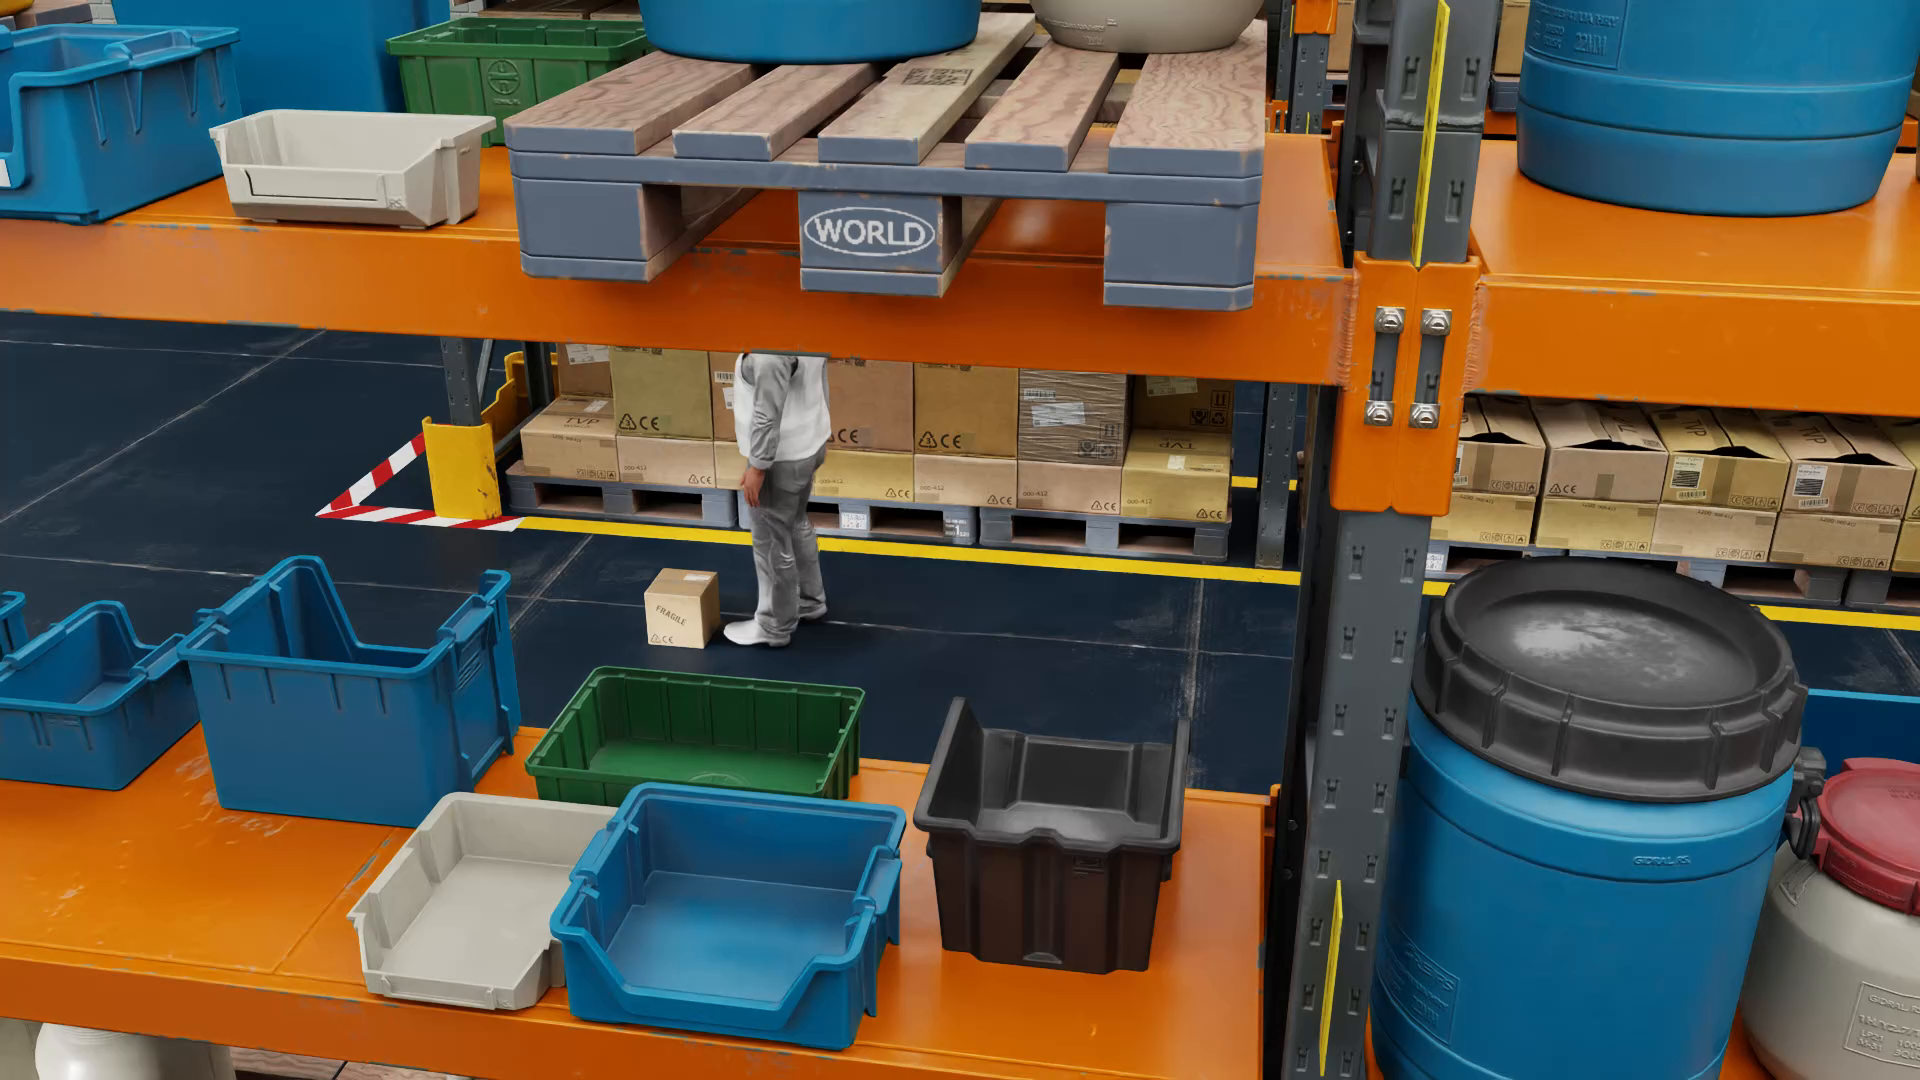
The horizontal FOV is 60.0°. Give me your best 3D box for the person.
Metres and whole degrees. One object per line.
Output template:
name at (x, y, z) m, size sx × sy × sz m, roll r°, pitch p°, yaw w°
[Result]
person at (-0.772, -0.376, 6.909) m, size 0.471 × 1.819 × 0.532 m, roll 6°, pitch 25°, yaw 13°
